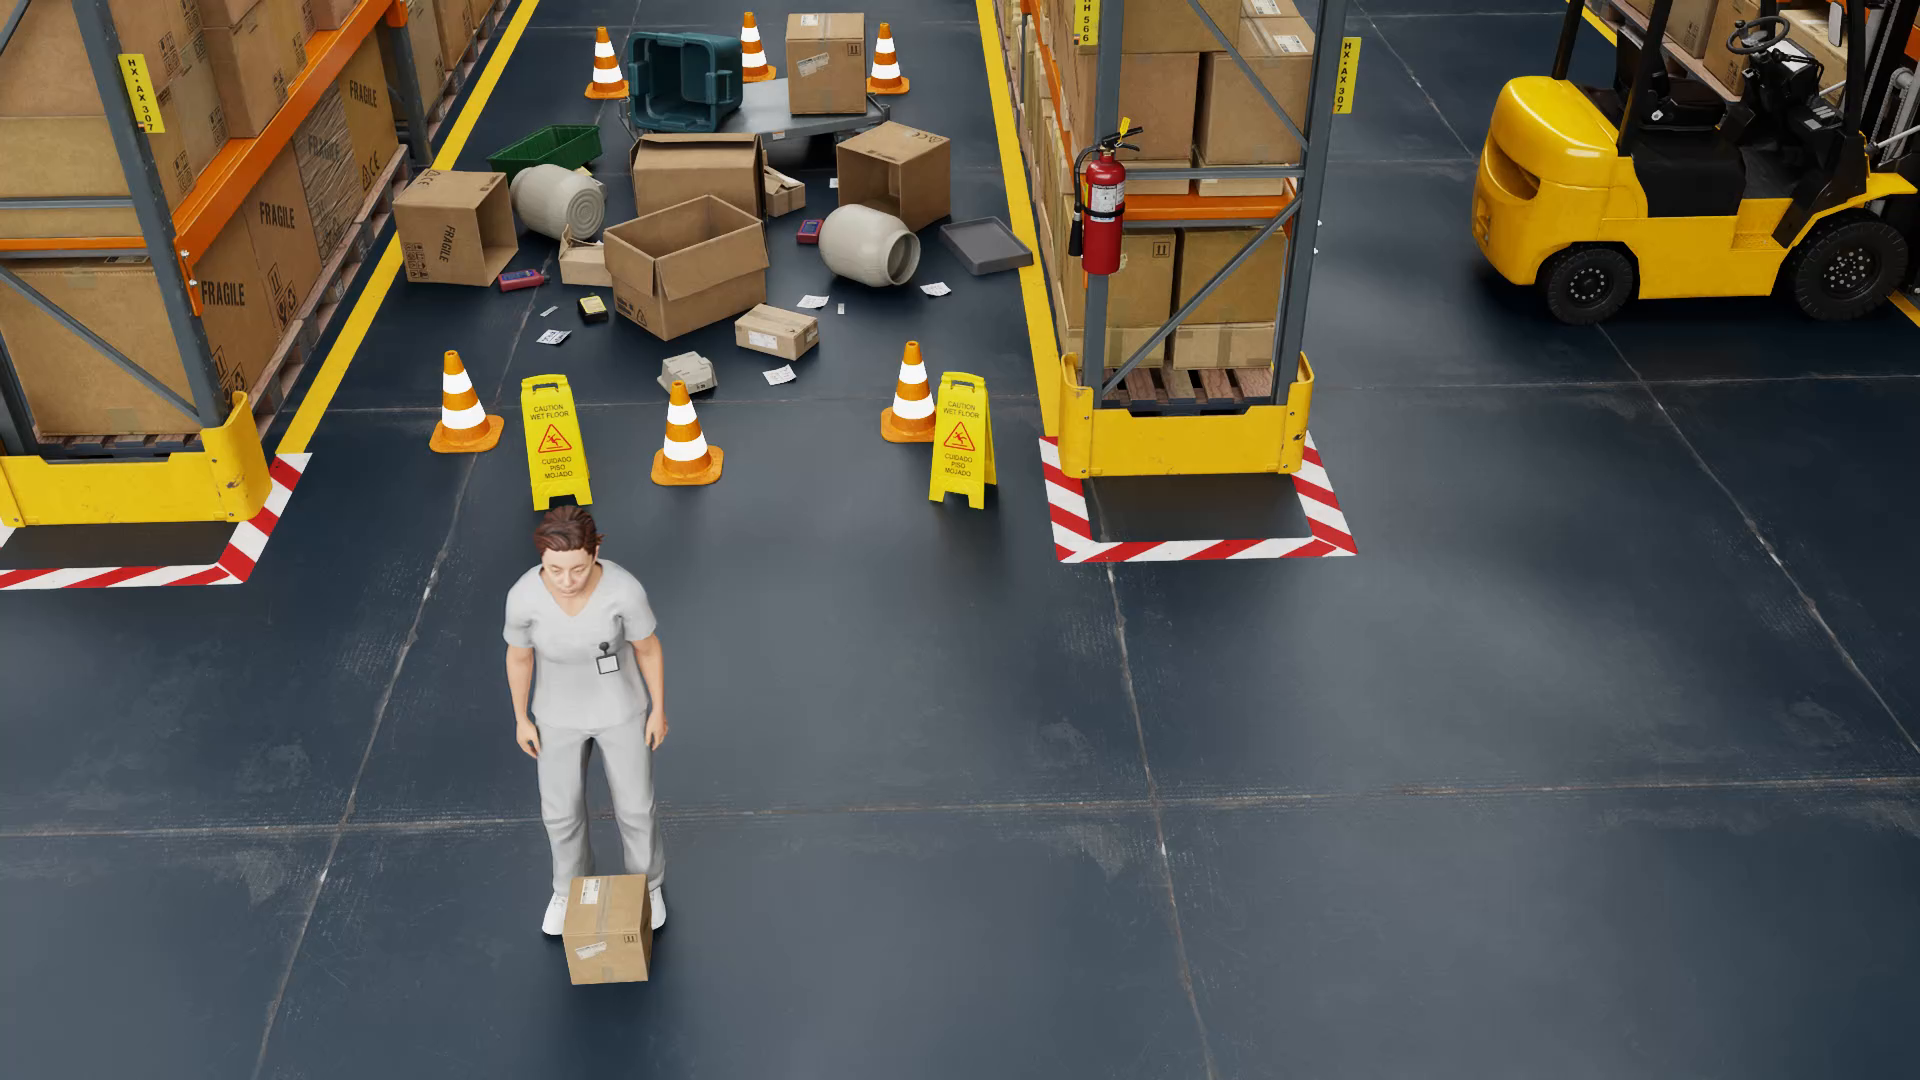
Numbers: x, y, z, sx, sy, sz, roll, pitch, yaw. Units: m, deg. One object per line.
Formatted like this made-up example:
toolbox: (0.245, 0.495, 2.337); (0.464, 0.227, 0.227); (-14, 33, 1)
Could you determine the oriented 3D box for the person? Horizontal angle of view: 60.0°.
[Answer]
person: (-1.189, 0.575, 5.338); (0.506, 1.671, 0.364); (-3, 36, -5)
